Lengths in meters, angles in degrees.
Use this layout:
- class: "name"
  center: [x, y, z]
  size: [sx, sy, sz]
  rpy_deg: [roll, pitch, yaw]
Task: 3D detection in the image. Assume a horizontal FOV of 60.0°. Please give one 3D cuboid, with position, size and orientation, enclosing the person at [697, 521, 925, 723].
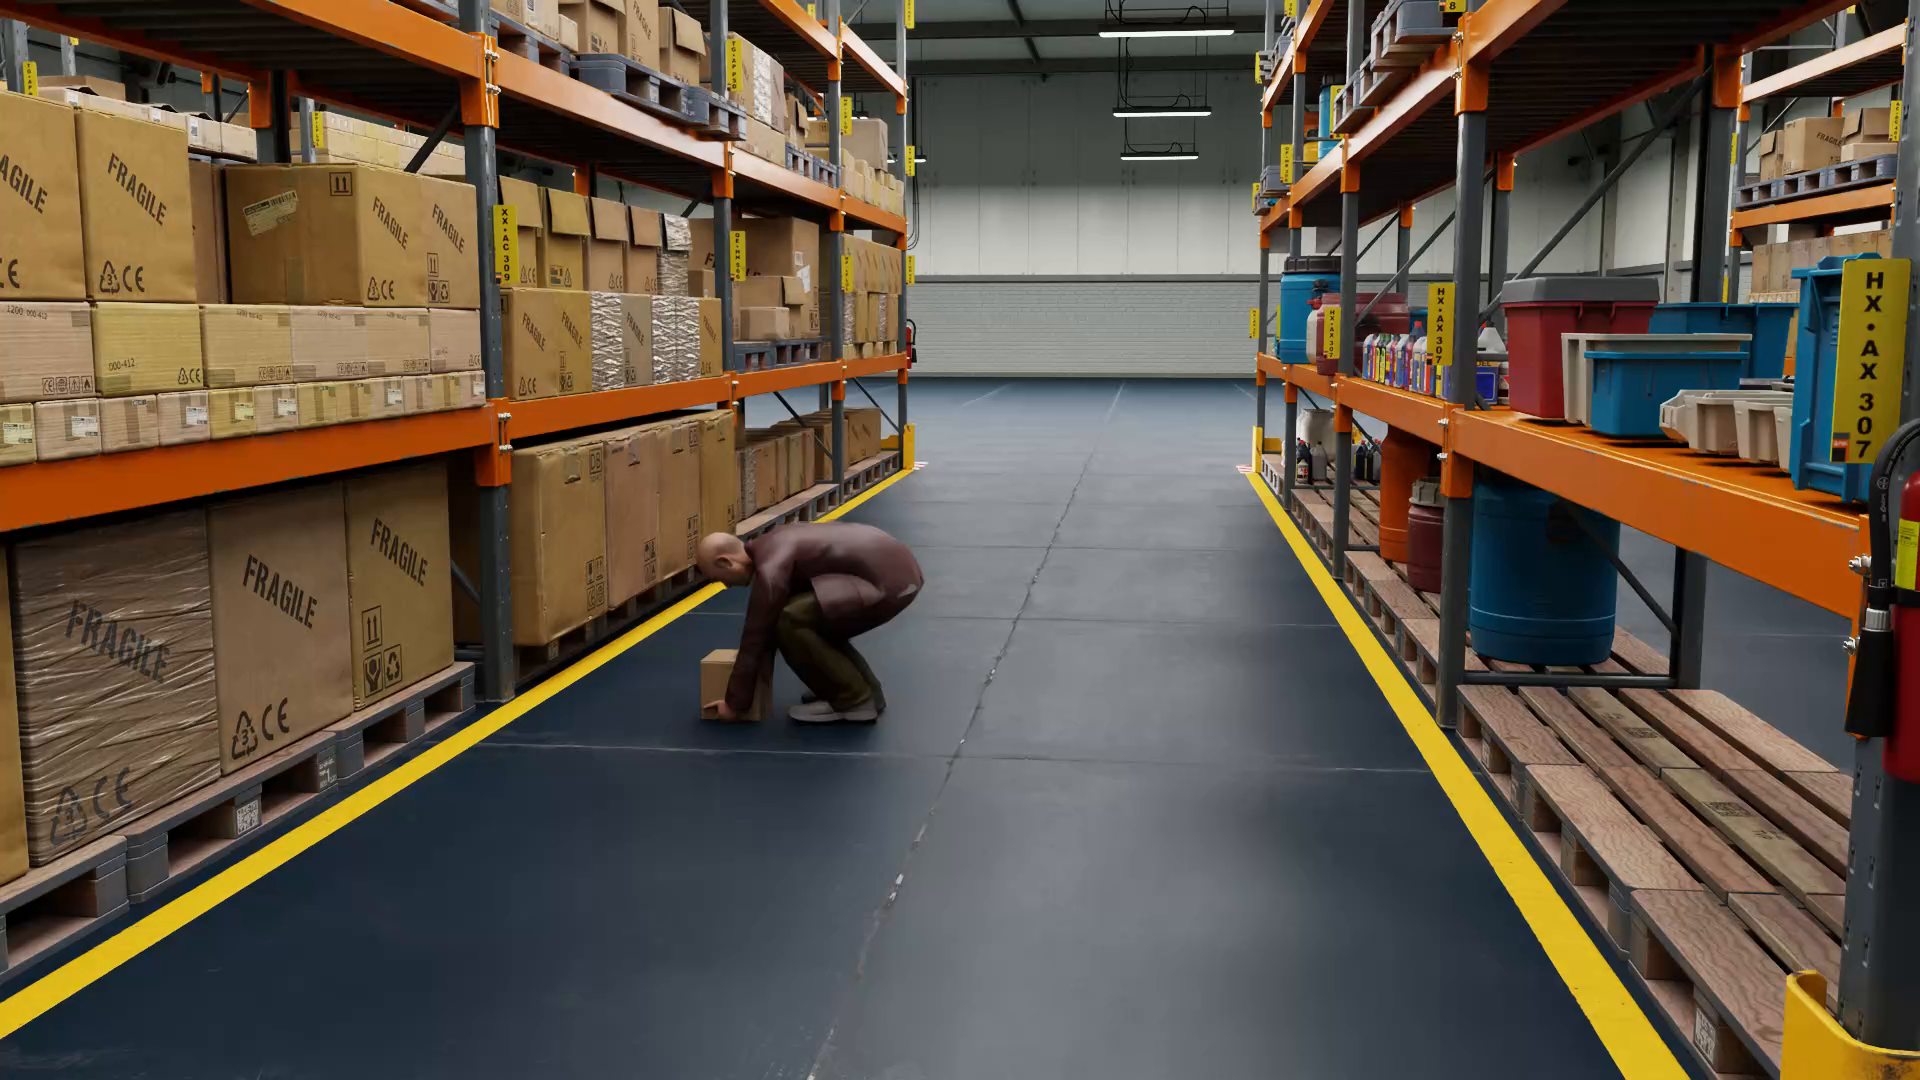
- class: "person"
  center: [-0.623, 0.345, 6.983]
  size: [0.947, 0.838, 0.572]
  rpy_deg: [1, 7, 5]
